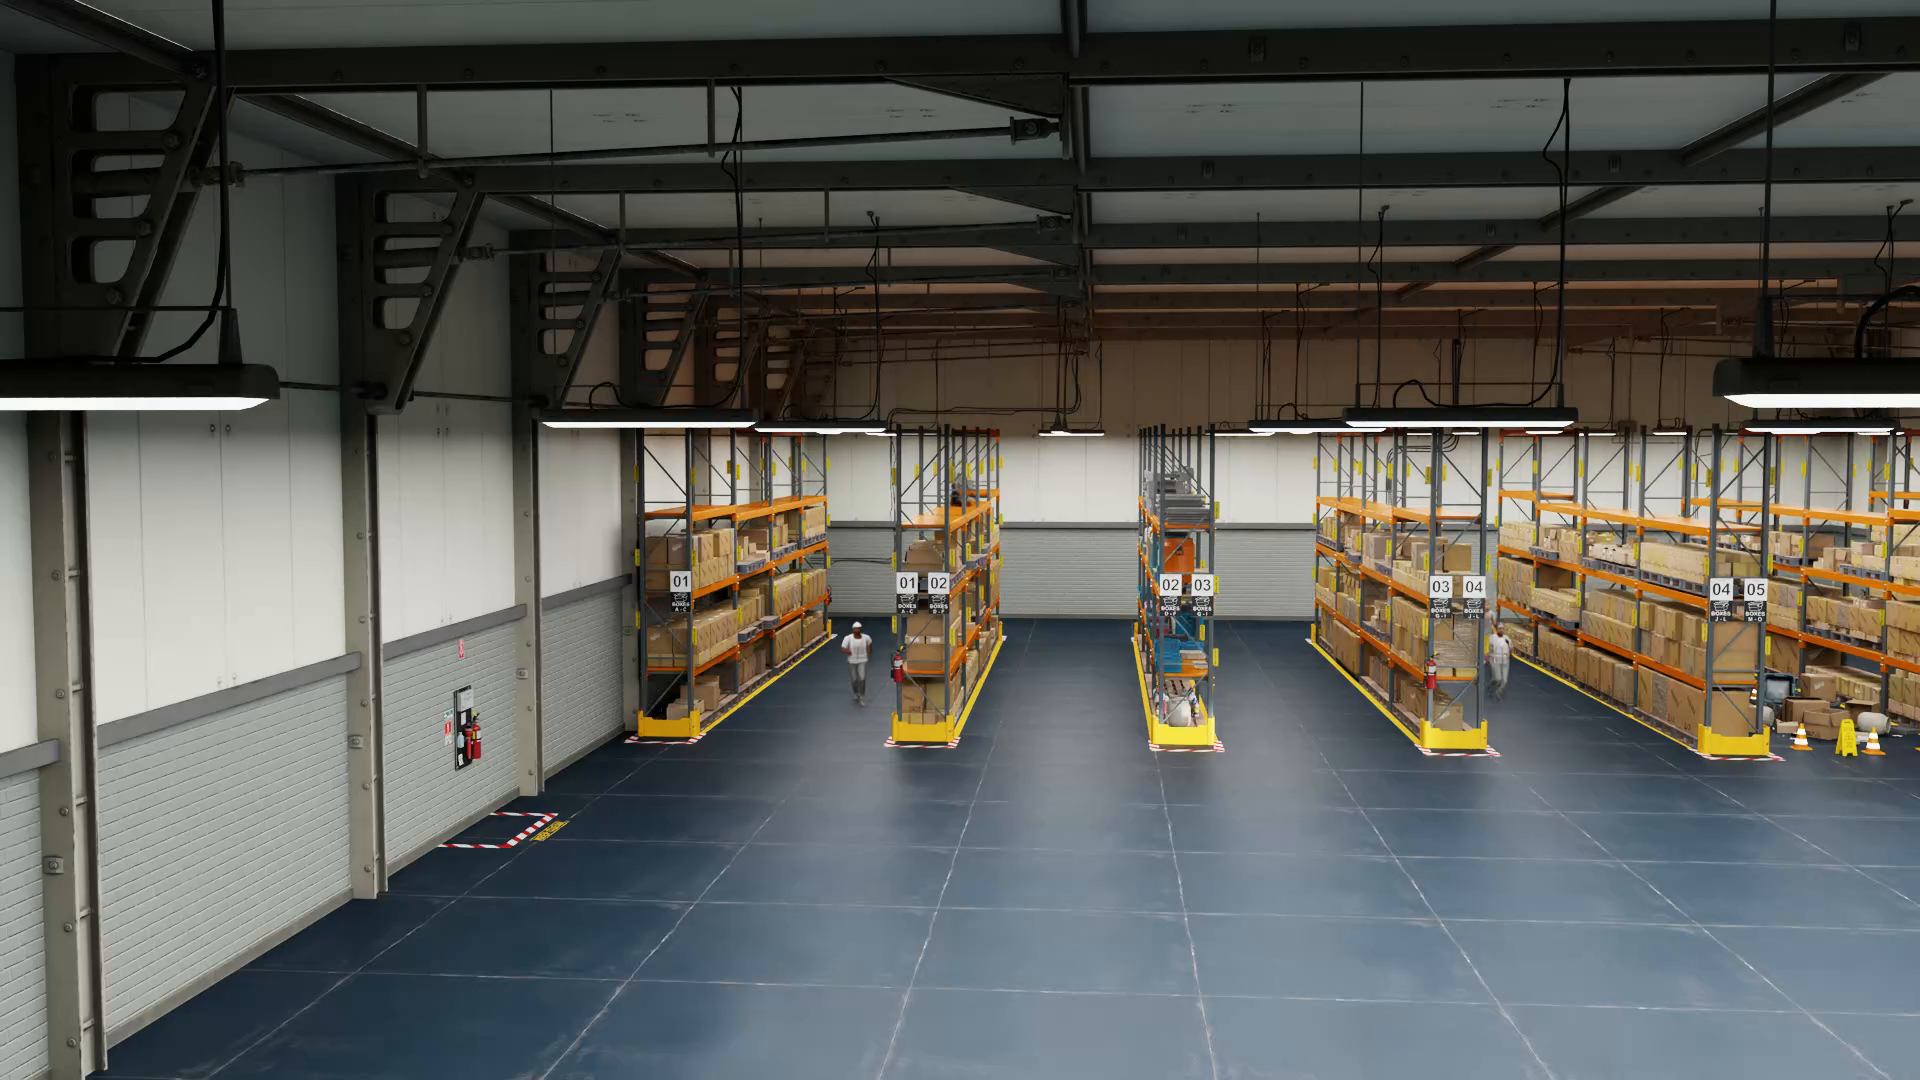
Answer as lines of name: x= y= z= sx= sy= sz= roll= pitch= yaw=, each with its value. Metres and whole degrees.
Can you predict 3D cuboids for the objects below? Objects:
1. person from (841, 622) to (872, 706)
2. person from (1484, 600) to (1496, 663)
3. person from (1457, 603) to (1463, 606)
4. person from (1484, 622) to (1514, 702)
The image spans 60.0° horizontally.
person: x=-2.234 y=2.673 z=35.872 sx=0.667 sy=1.824 sz=0.759 roll=0 pitch=3 yaw=-3
person: x=13.303 y=2.330 z=42.118 sx=0.538 sy=1.626 sz=0.703 roll=0 pitch=3 yaw=3
person: x=13.824 y=2.047 z=46.830 sx=0.864 sy=1.654 sz=0.597 roll=3 pitch=4 yaw=38
person: x=11.739 y=2.653 z=36.168 sx=0.657 sy=1.743 sz=0.590 roll=0 pitch=3 yaw=-4
